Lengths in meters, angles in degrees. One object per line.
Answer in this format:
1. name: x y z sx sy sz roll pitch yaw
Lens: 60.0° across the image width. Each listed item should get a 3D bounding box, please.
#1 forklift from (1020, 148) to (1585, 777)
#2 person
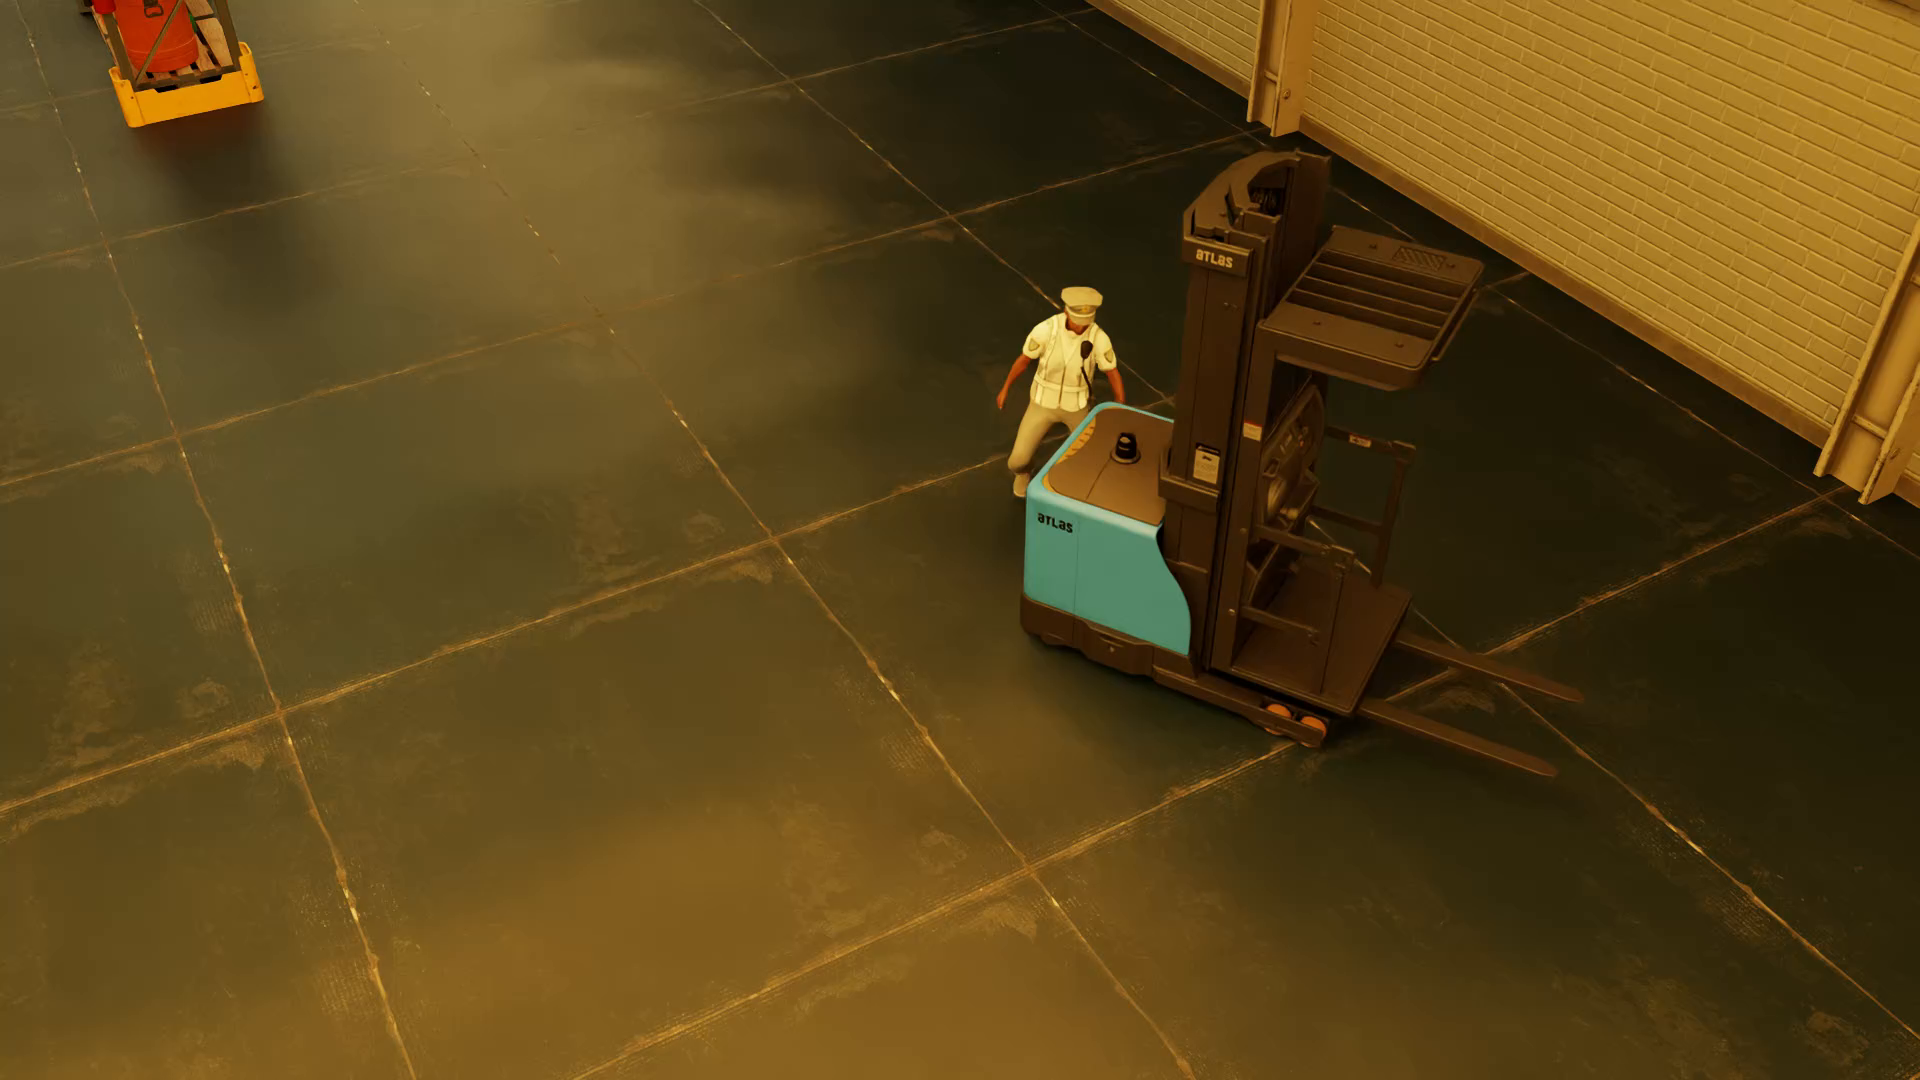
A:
1. forklift: 1.887 -0.399 8.518 3.031 2.935 1.130 20 44 22
2. person: 0.623 -0.836 10.136 0.817 1.570 0.540 7 40 8
